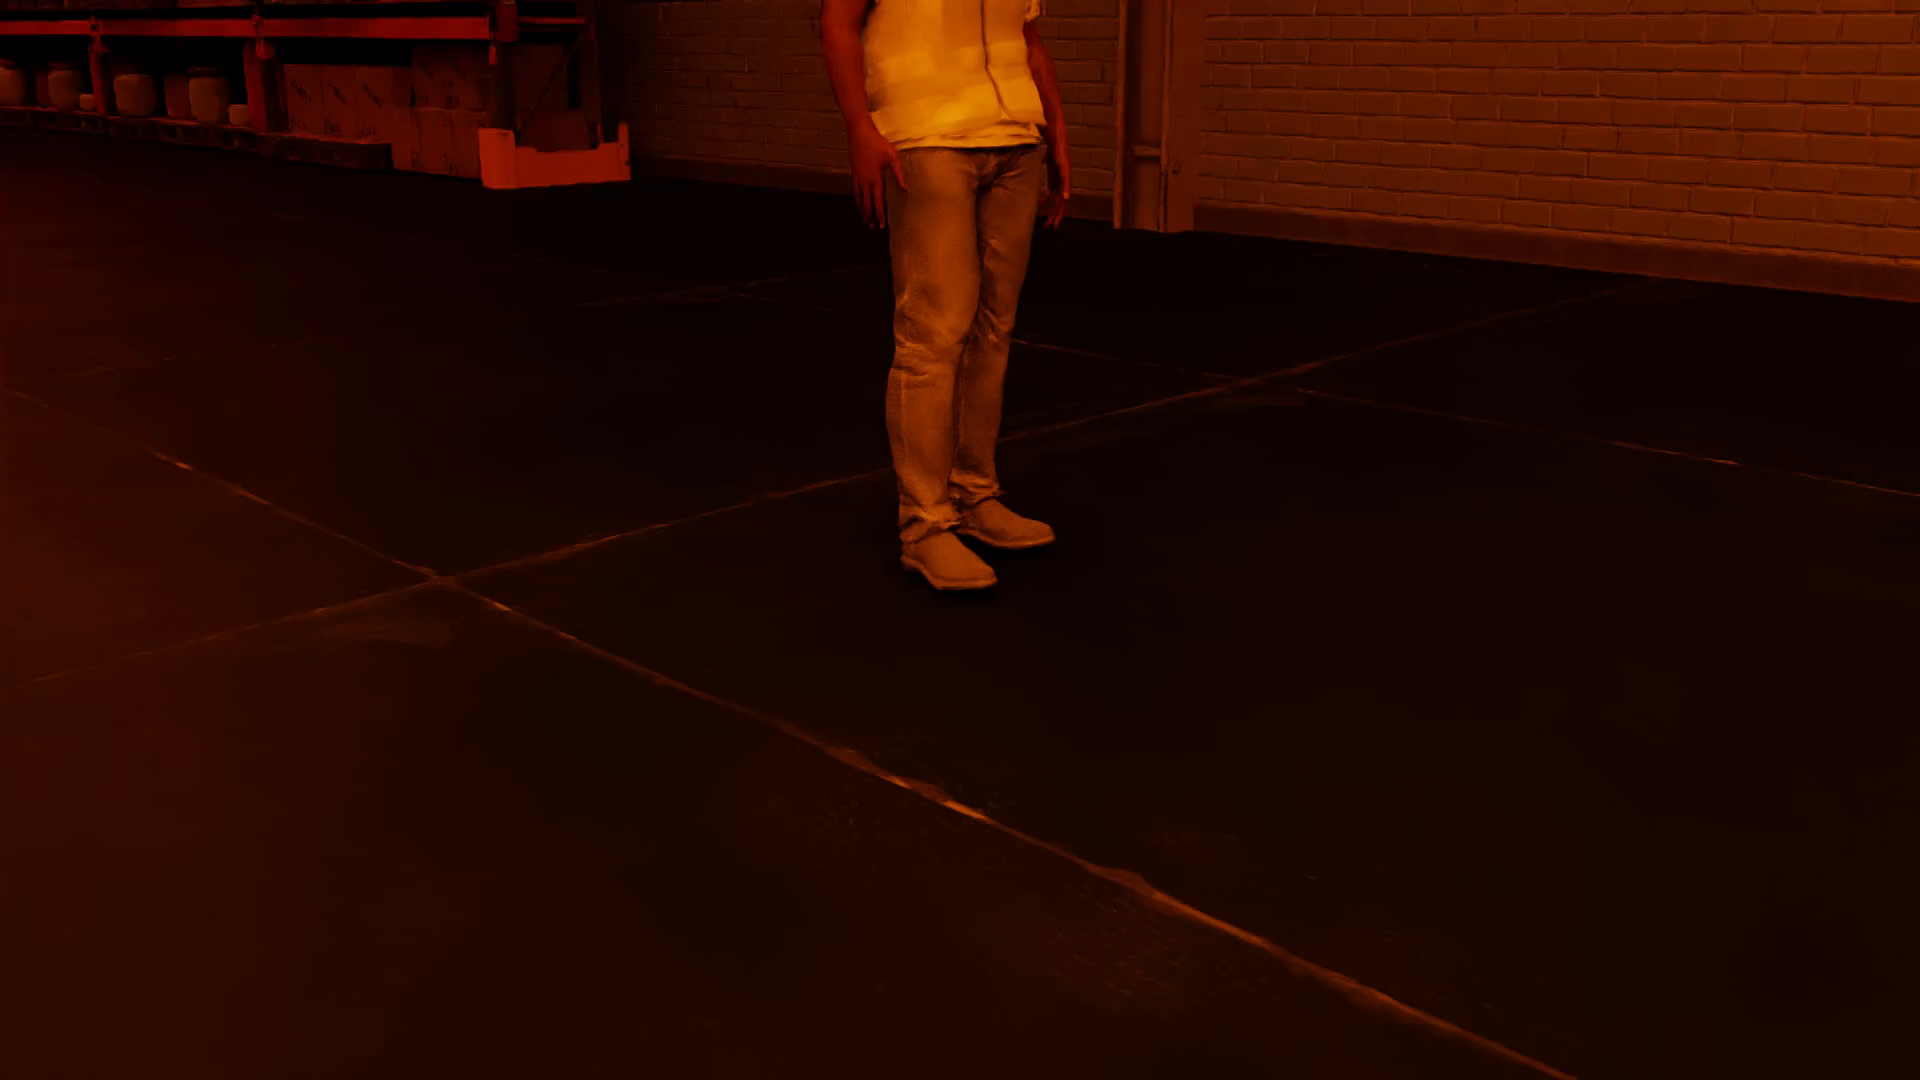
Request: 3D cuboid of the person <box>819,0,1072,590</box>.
[{"bbox_3d":[0.046,-0.835,3.582,0.576,1.766,0.665,16,23,42],"label":"person"}]
